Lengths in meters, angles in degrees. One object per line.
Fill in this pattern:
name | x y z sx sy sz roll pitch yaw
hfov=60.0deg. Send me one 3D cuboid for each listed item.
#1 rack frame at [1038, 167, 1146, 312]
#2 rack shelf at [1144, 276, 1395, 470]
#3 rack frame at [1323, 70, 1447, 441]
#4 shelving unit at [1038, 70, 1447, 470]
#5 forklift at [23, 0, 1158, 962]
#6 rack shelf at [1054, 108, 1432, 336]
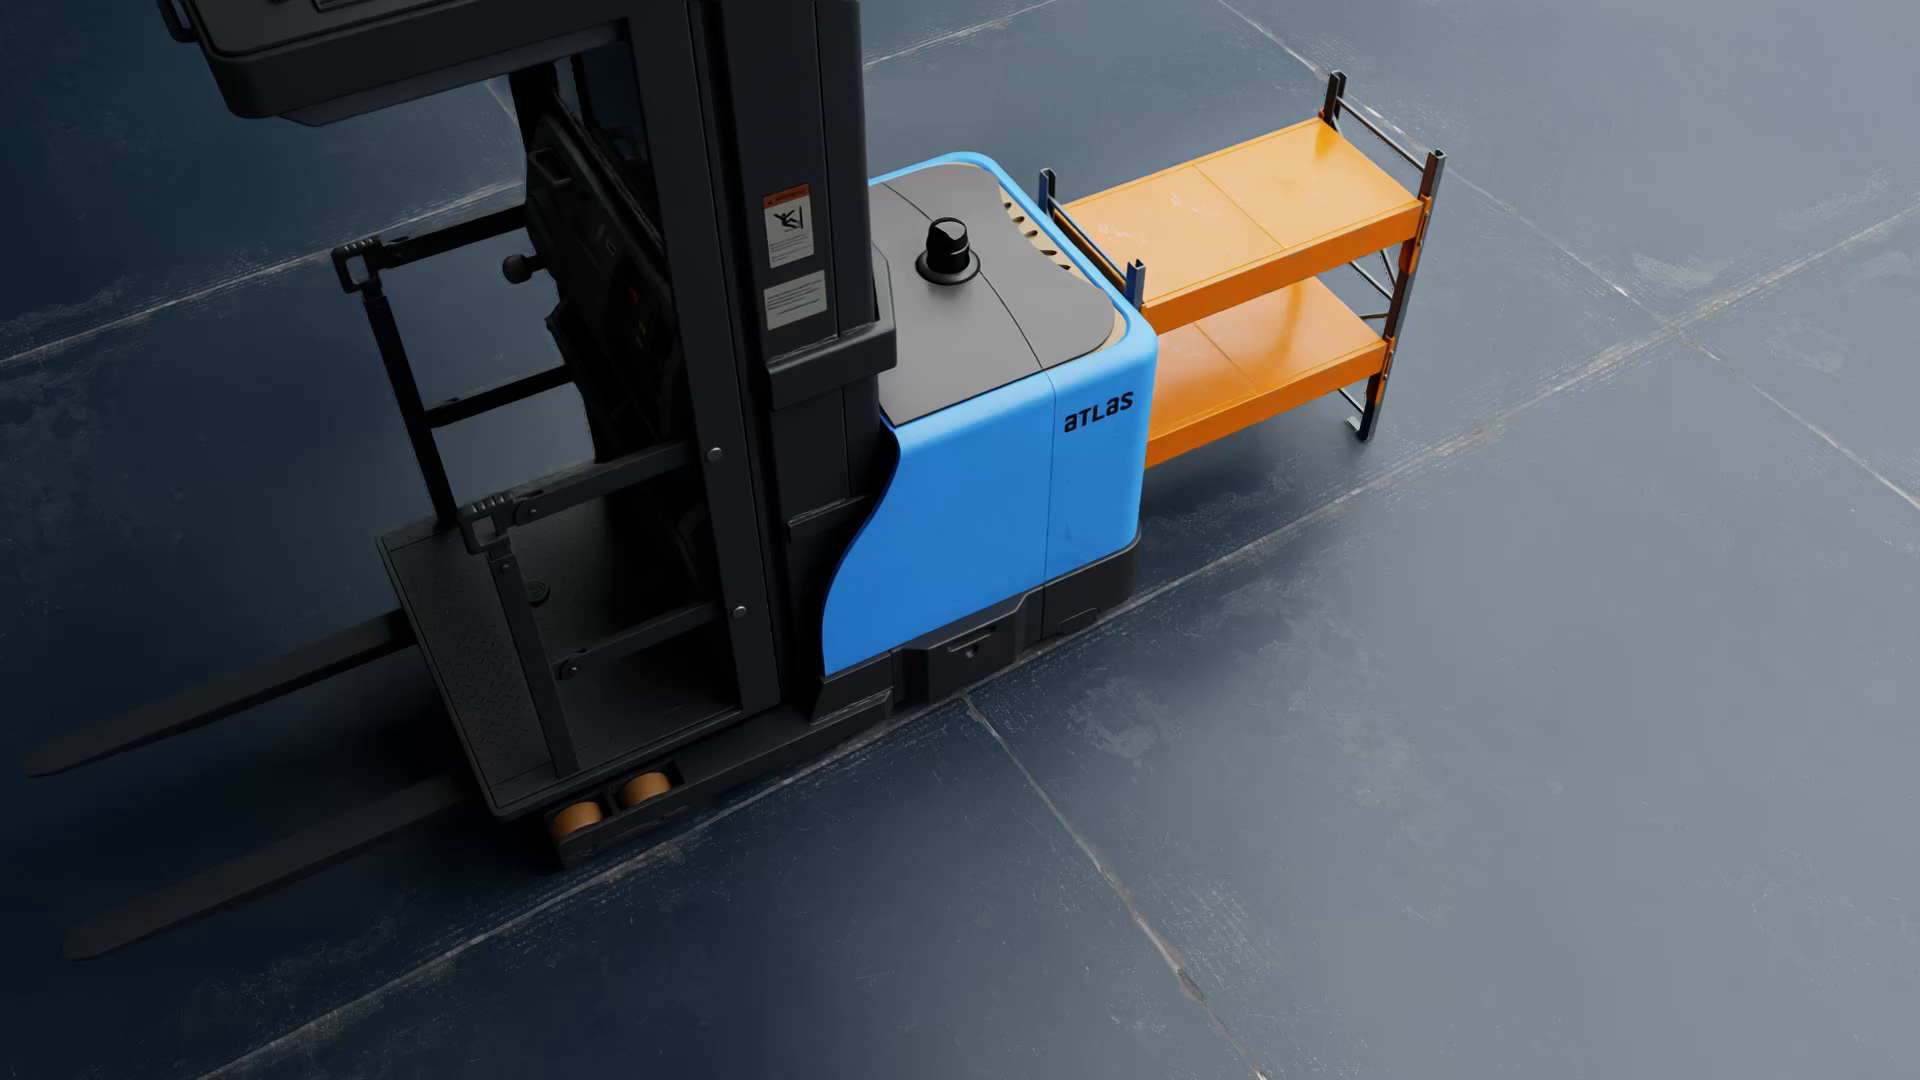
rack frame | 0.357 -0.506 4.947 0.032 1.125 0.500 -22 52 -19
rack shelf | 0.802 -0.527 5.293 1.000 0.278 0.538 -22 52 -19
rack frame | 1.247 -0.873 5.274 0.032 1.125 0.500 -22 52 -19
shelving unit | 0.802 -0.689 5.111 1.048 1.125 0.538 -22 52 -19
forklift | -1.009 -0.567 3.793 3.031 2.935 1.130 -22 52 -19
rack shelf | 0.802 -0.884 4.892 1.000 0.278 0.538 -22 52 -19
